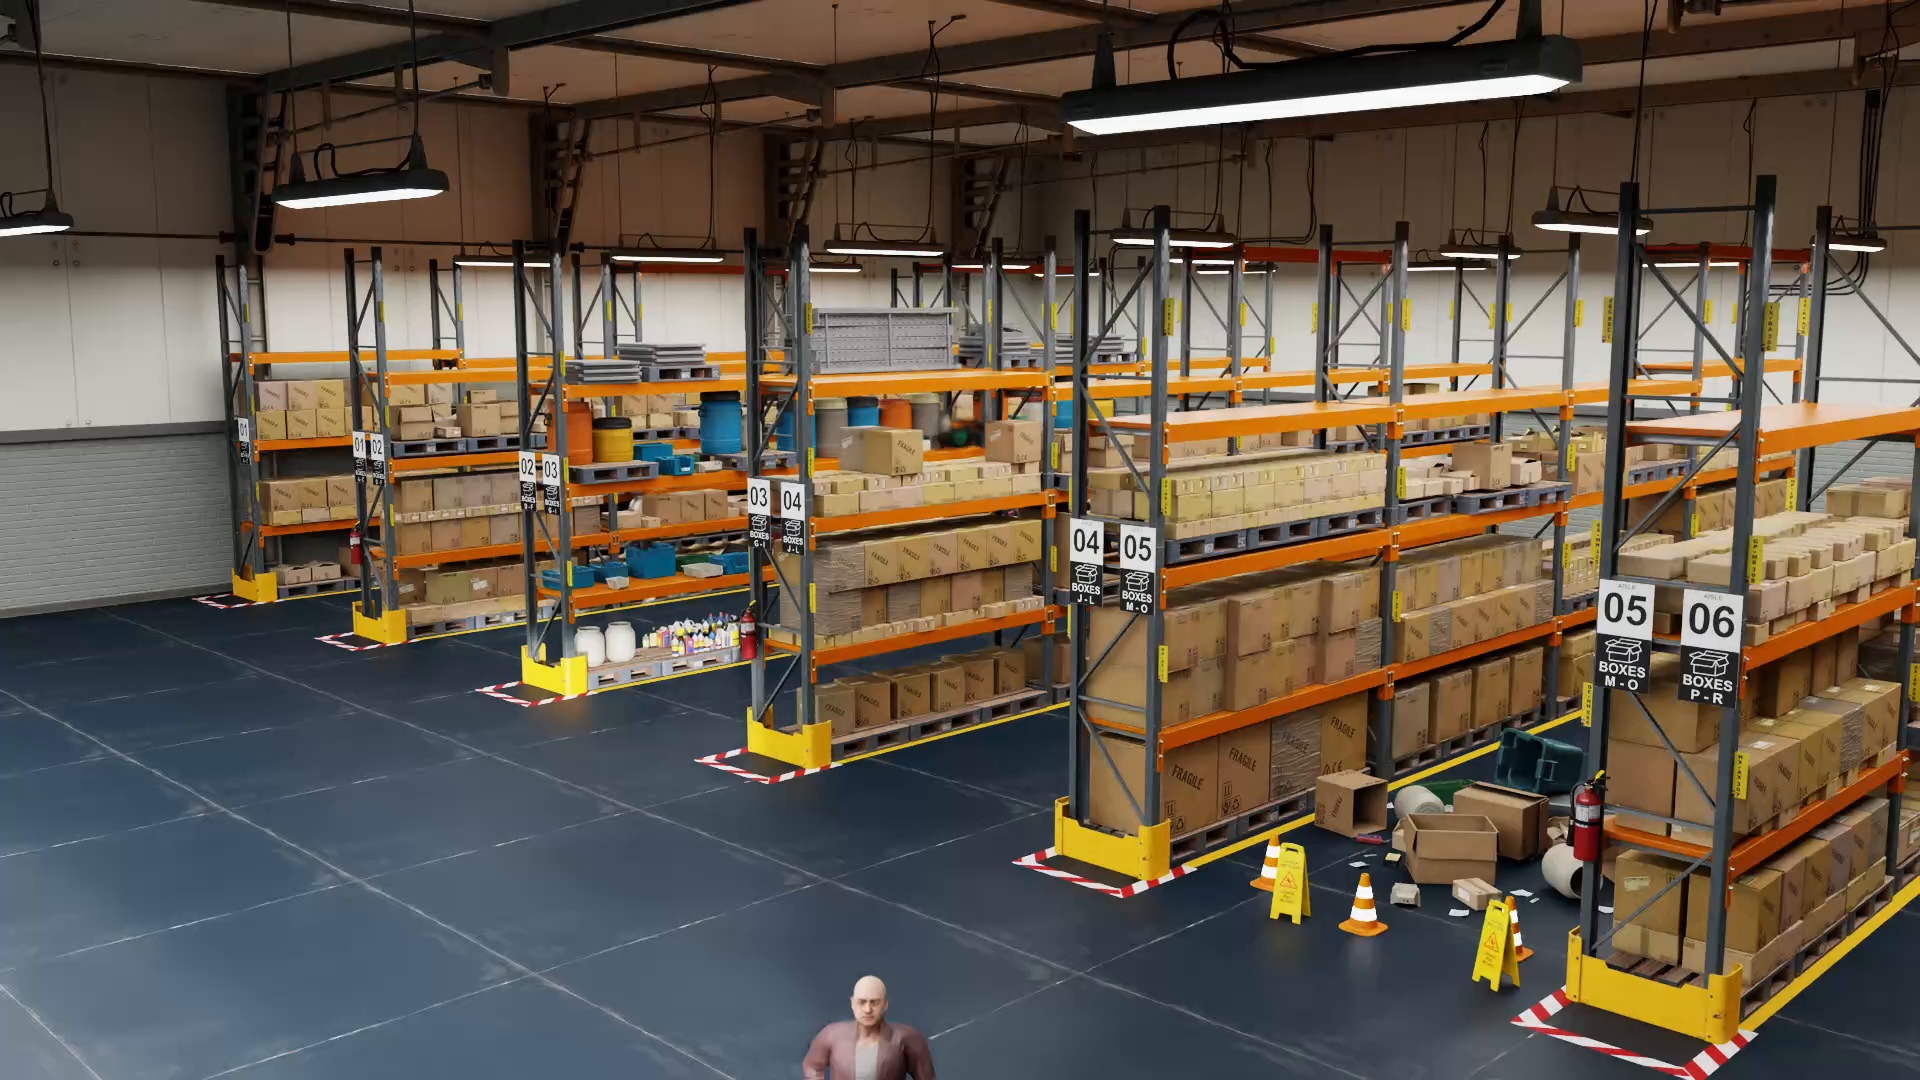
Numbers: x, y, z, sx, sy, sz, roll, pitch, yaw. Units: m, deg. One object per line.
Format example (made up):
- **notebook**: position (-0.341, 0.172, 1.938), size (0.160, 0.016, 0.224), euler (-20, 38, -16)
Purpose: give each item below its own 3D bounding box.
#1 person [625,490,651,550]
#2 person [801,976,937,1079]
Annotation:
- **person**: position (-6.125, -0.214, 31.805), size (0.643, 1.827, 0.737), euler (6, 10, 37)
- **person**: position (-0.474, 3.101, 8.592), size (0.720, 1.745, 0.897), euler (0, 8, 1)
